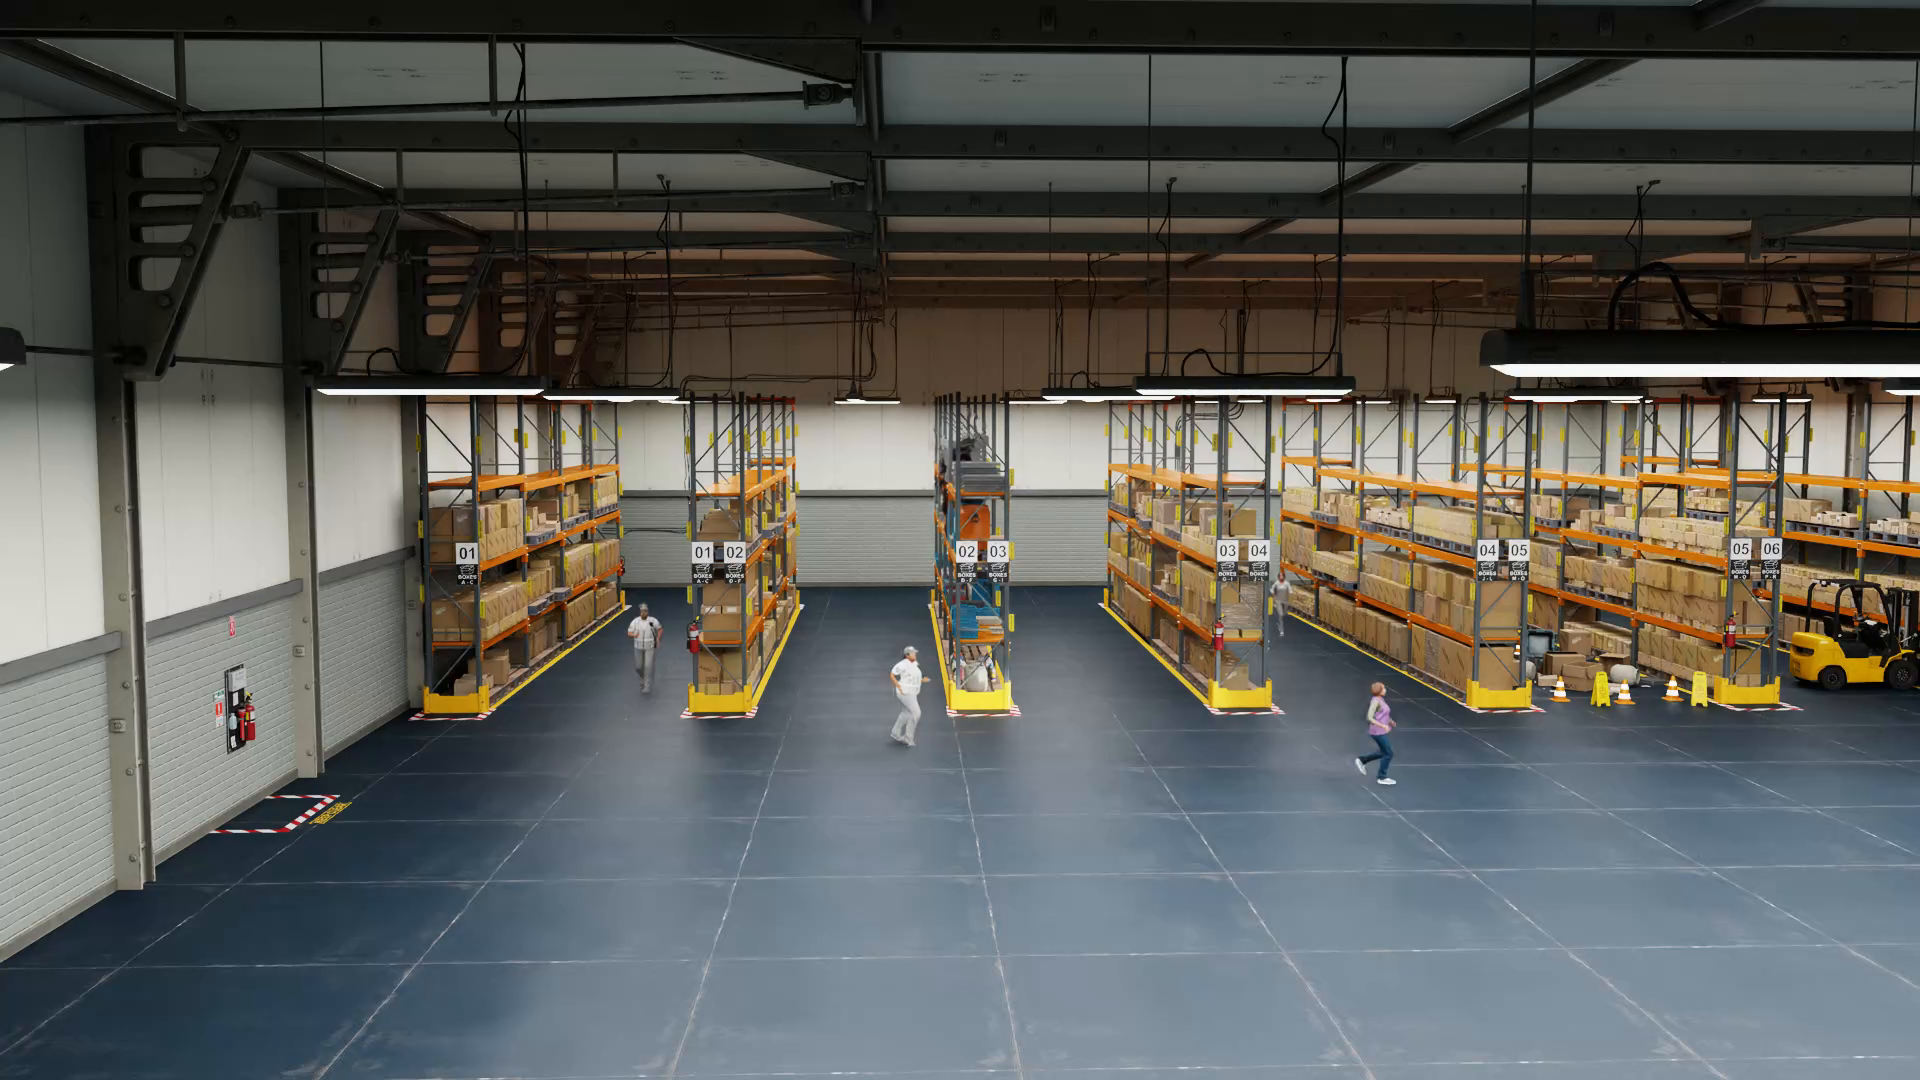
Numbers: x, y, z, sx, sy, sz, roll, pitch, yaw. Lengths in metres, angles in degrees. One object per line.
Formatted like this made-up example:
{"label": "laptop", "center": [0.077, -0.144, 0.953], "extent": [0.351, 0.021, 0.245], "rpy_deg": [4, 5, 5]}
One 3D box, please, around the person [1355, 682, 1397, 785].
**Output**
{"label": "person", "center": [6.312, 2.925, 25.242], "extent": [0.625, 1.550, 0.539], "rpy_deg": [2, 5, 23]}

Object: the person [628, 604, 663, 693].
{"label": "person", "center": [-6.338, 2.148, 33.429], "extent": [0.670, 1.757, 0.968], "rpy_deg": [0, 5, -3]}

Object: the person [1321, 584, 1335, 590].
{"label": "person", "center": [10.718, 0.956, 48.455], "extent": [0.670, 1.712, 0.685], "rpy_deg": [4, 6, 44]}

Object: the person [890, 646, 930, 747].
{"label": "person", "center": [-0.865, 2.650, 28.213], "extent": [0.710, 1.718, 0.579], "rpy_deg": [2, 5, 26]}

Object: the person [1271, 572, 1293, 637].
{"label": "person", "center": [8.075, 1.586, 41.706], "extent": [0.532, 1.593, 0.822], "rpy_deg": [0, 5, 3]}
